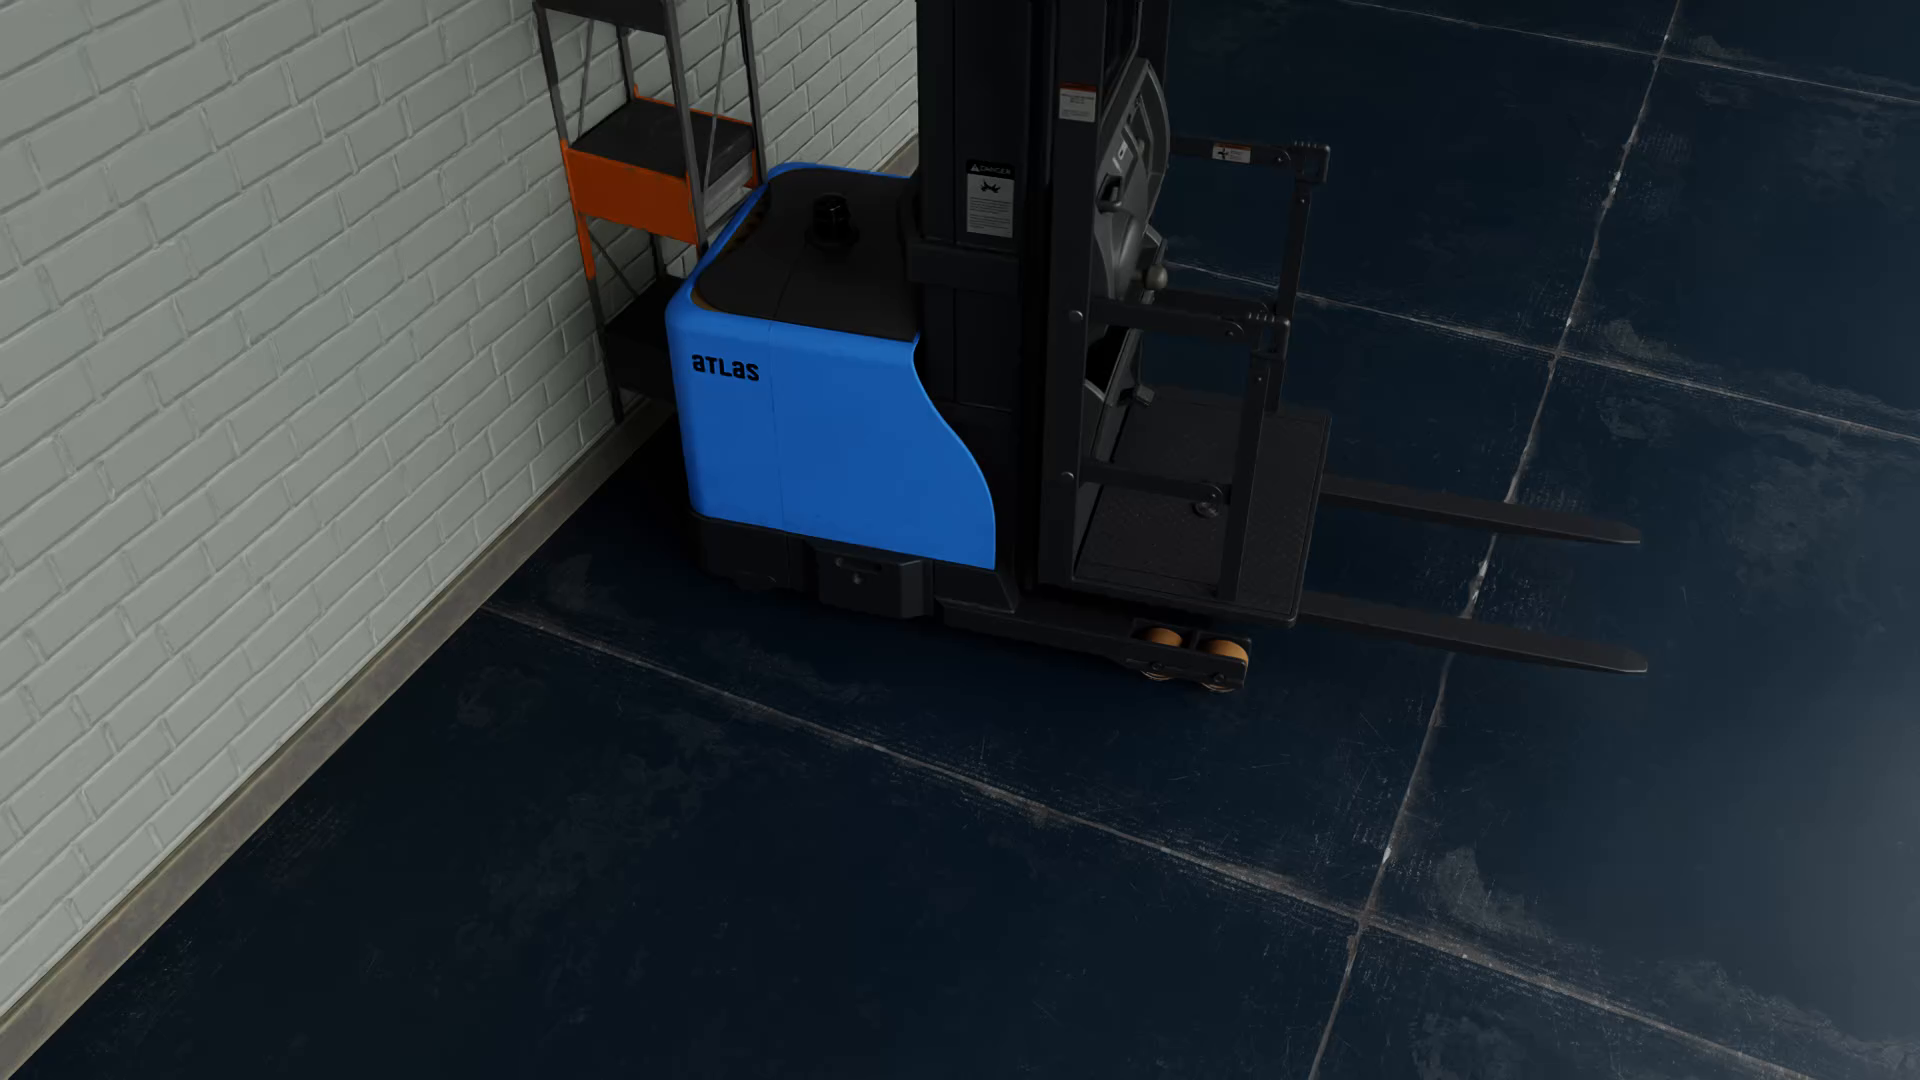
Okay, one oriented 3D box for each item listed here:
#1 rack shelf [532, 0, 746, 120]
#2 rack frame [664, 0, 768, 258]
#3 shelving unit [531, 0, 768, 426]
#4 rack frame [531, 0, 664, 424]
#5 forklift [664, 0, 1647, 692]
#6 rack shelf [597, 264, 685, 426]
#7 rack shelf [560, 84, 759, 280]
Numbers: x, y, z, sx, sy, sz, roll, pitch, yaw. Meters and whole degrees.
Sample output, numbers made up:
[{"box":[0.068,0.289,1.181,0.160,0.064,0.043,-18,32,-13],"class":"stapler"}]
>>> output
[{"box":[-0.957,-1.633,4.971,0.480,0.518,0.431,18,46,20],"class":"rack shelf"},{"box":[-0.728,-1.055,5.352,0.015,2.100,0.400,18,46,20],"class":"rack frame"},{"box":[-0.946,-1.127,5.436,0.503,2.100,0.431,18,46,20],"class":"shelving unit"},{"box":[-1.163,-1.200,5.520,0.015,2.100,0.400,18,46,20],"class":"rack frame"},{"box":[0.679,-1.022,4.691,3.031,2.935,1.130,10,42,12],"class":"forklift"},{"box":[-0.934,-0.602,5.919,0.480,0.518,0.431,18,46,20],"class":"rack shelf"},{"box":[-0.946,-1.117,5.445,0.480,0.518,0.431,18,46,20],"class":"rack shelf"}]
